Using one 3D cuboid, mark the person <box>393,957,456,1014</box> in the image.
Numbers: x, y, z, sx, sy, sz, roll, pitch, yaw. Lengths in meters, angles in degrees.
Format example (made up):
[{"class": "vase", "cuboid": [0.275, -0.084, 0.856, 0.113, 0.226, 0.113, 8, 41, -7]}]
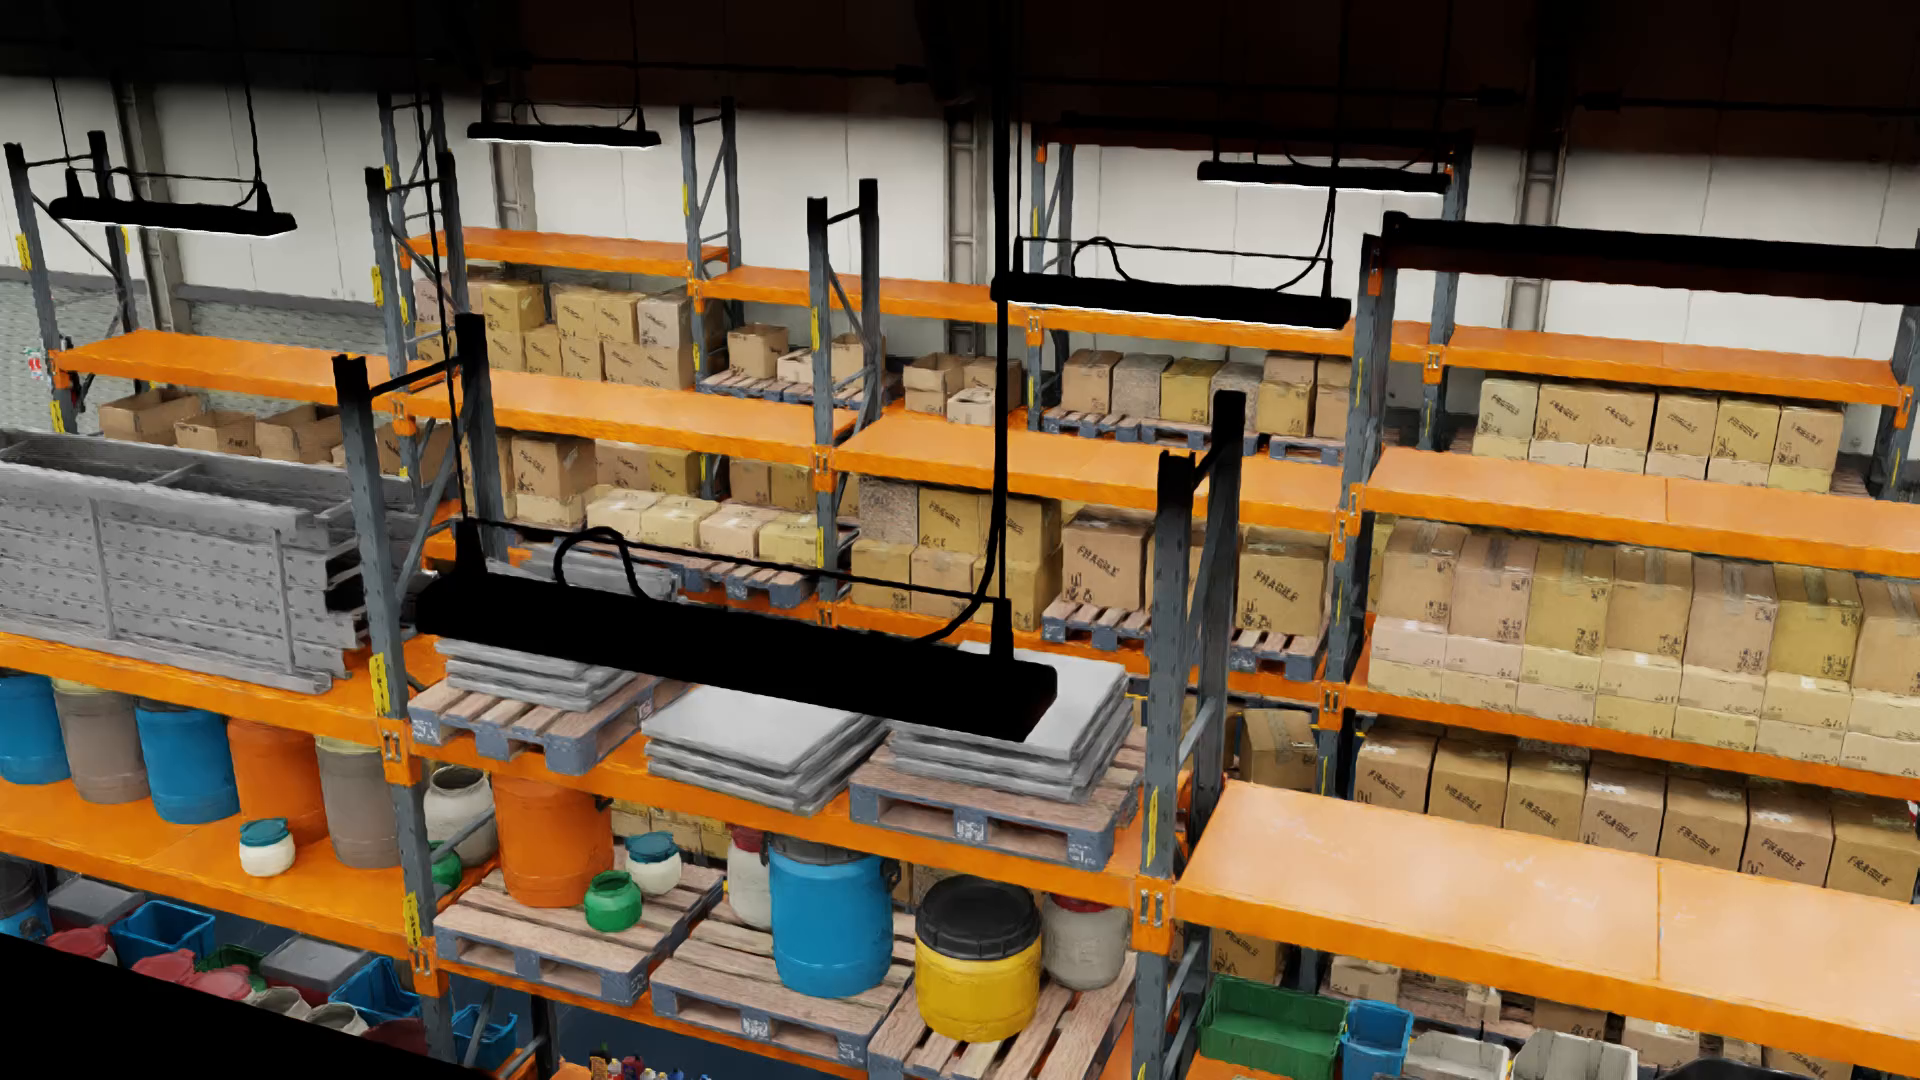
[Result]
[{"class": "person", "cuboid": [-3.796, 3.055, 11.918, 0.584, 1.717, 0.653, -16, 26, -36]}]
